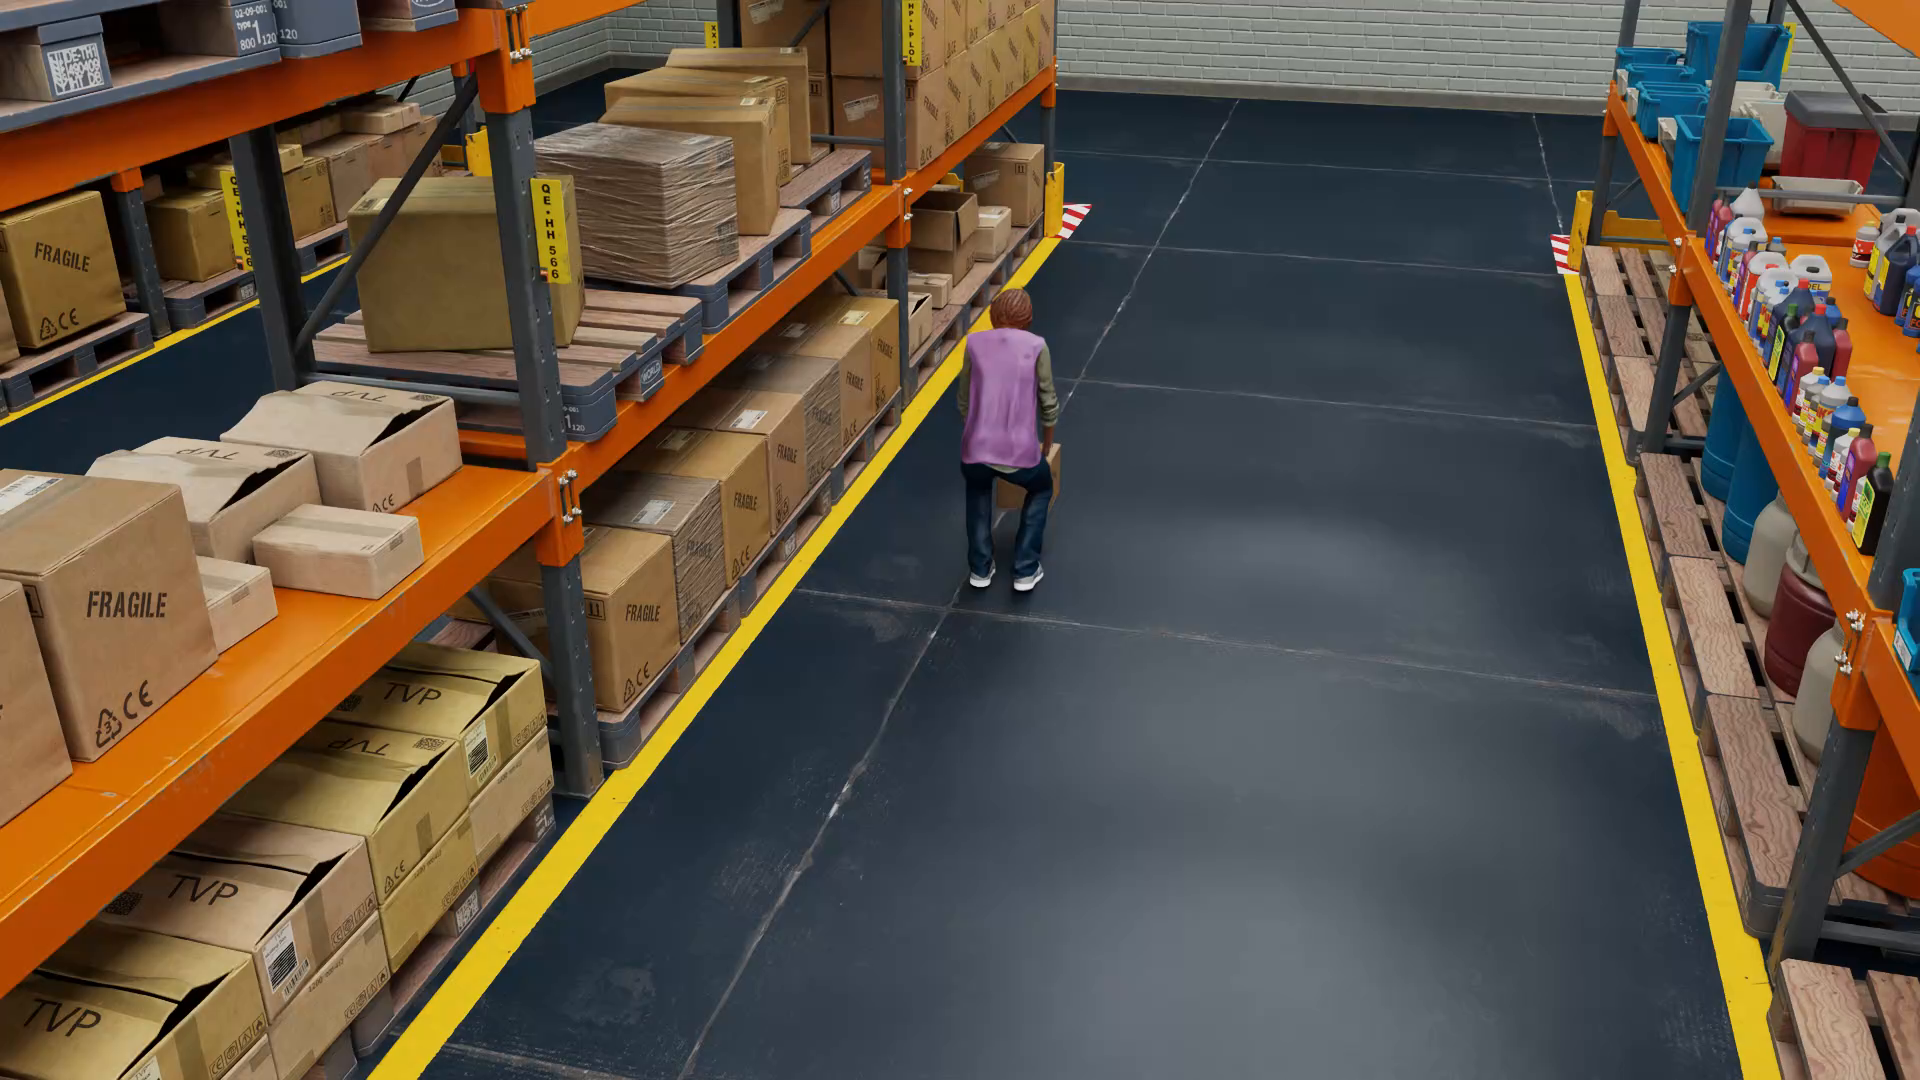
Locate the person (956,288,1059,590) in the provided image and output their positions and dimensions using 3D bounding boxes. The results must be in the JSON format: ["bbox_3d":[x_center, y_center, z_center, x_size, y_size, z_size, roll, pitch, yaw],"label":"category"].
[{"bbox_3d":[0.182,-0.410,7.345,0.463,1.284,0.655,6,26,13],"label":"person"}]
